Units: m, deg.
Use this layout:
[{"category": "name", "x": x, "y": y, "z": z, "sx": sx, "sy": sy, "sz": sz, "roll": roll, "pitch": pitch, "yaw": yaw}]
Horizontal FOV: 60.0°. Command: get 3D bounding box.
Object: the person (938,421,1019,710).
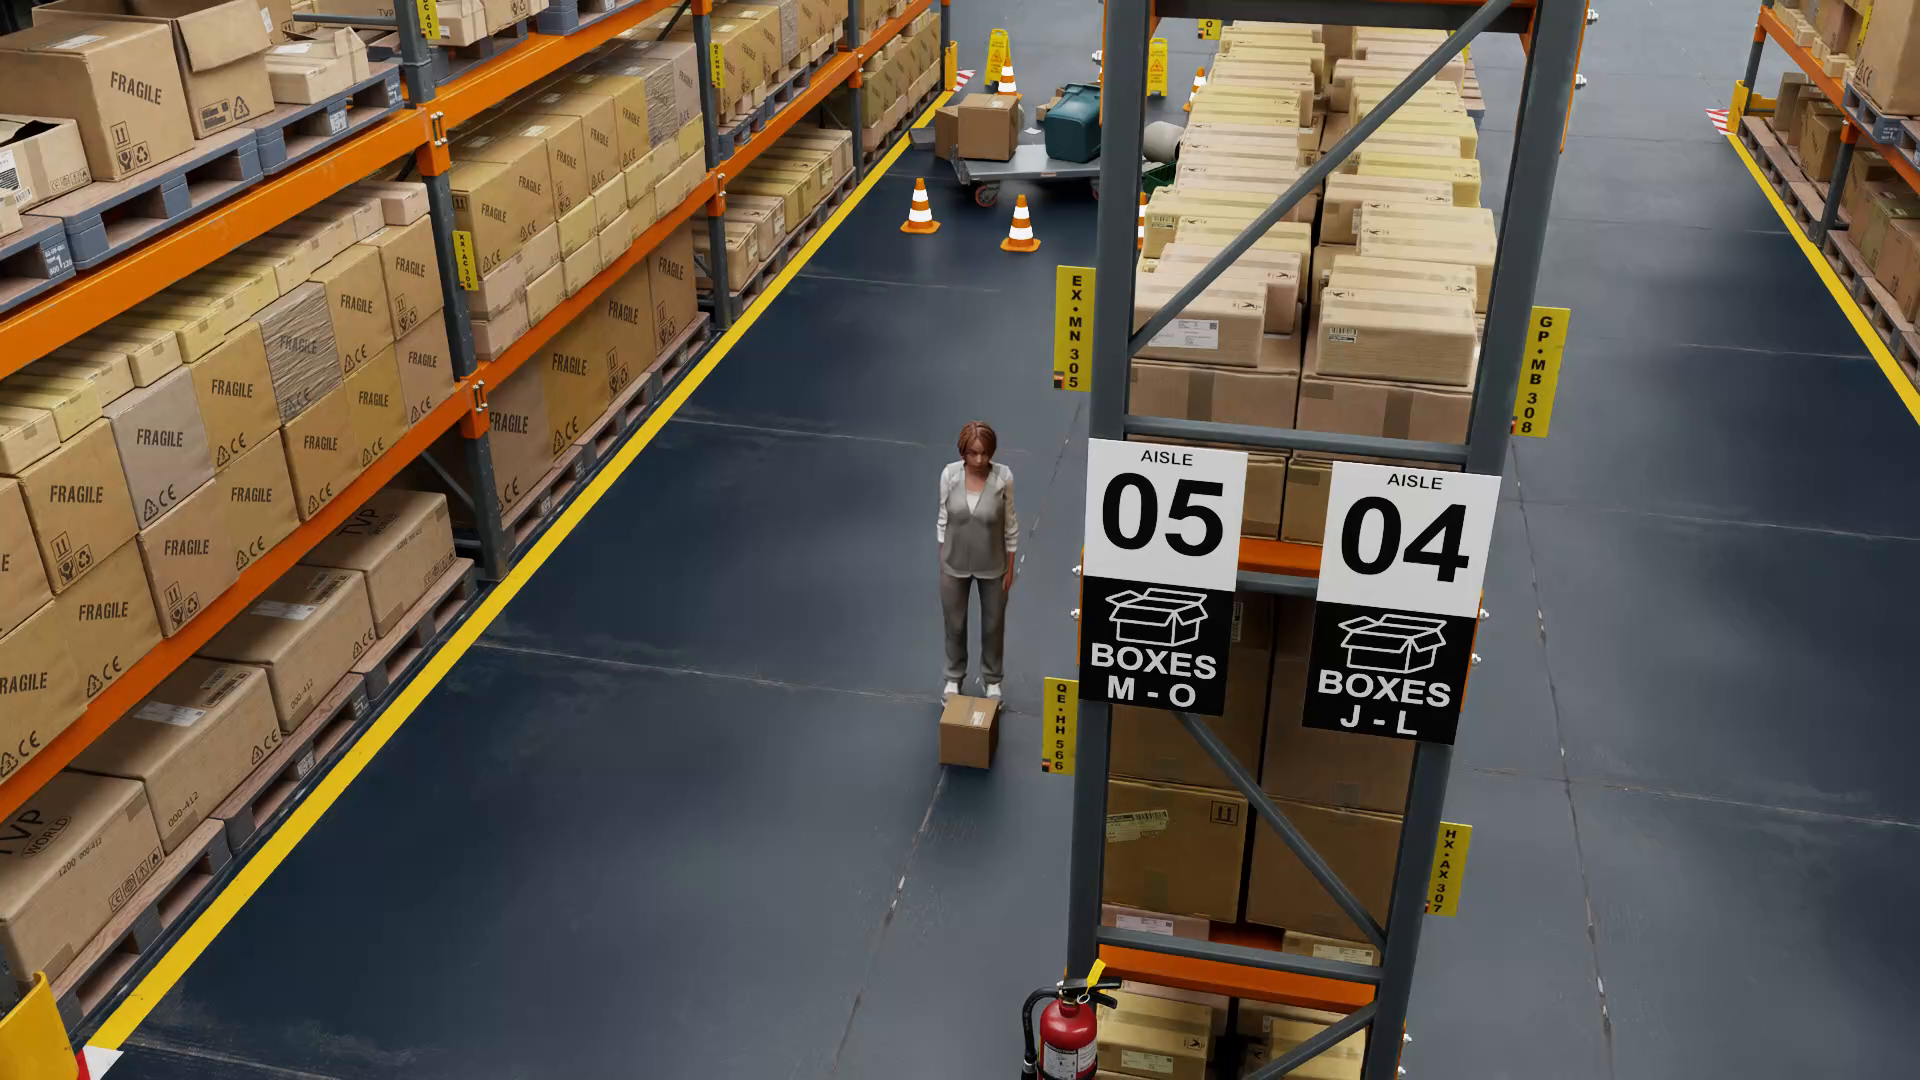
[{"category": "person", "x": 0.089, "y": 0.139, "z": 8.368, "sx": 0.404, "sy": 1.598, "sz": 0.313, "roll": 2, "pitch": 29, "yaw": 4}]
